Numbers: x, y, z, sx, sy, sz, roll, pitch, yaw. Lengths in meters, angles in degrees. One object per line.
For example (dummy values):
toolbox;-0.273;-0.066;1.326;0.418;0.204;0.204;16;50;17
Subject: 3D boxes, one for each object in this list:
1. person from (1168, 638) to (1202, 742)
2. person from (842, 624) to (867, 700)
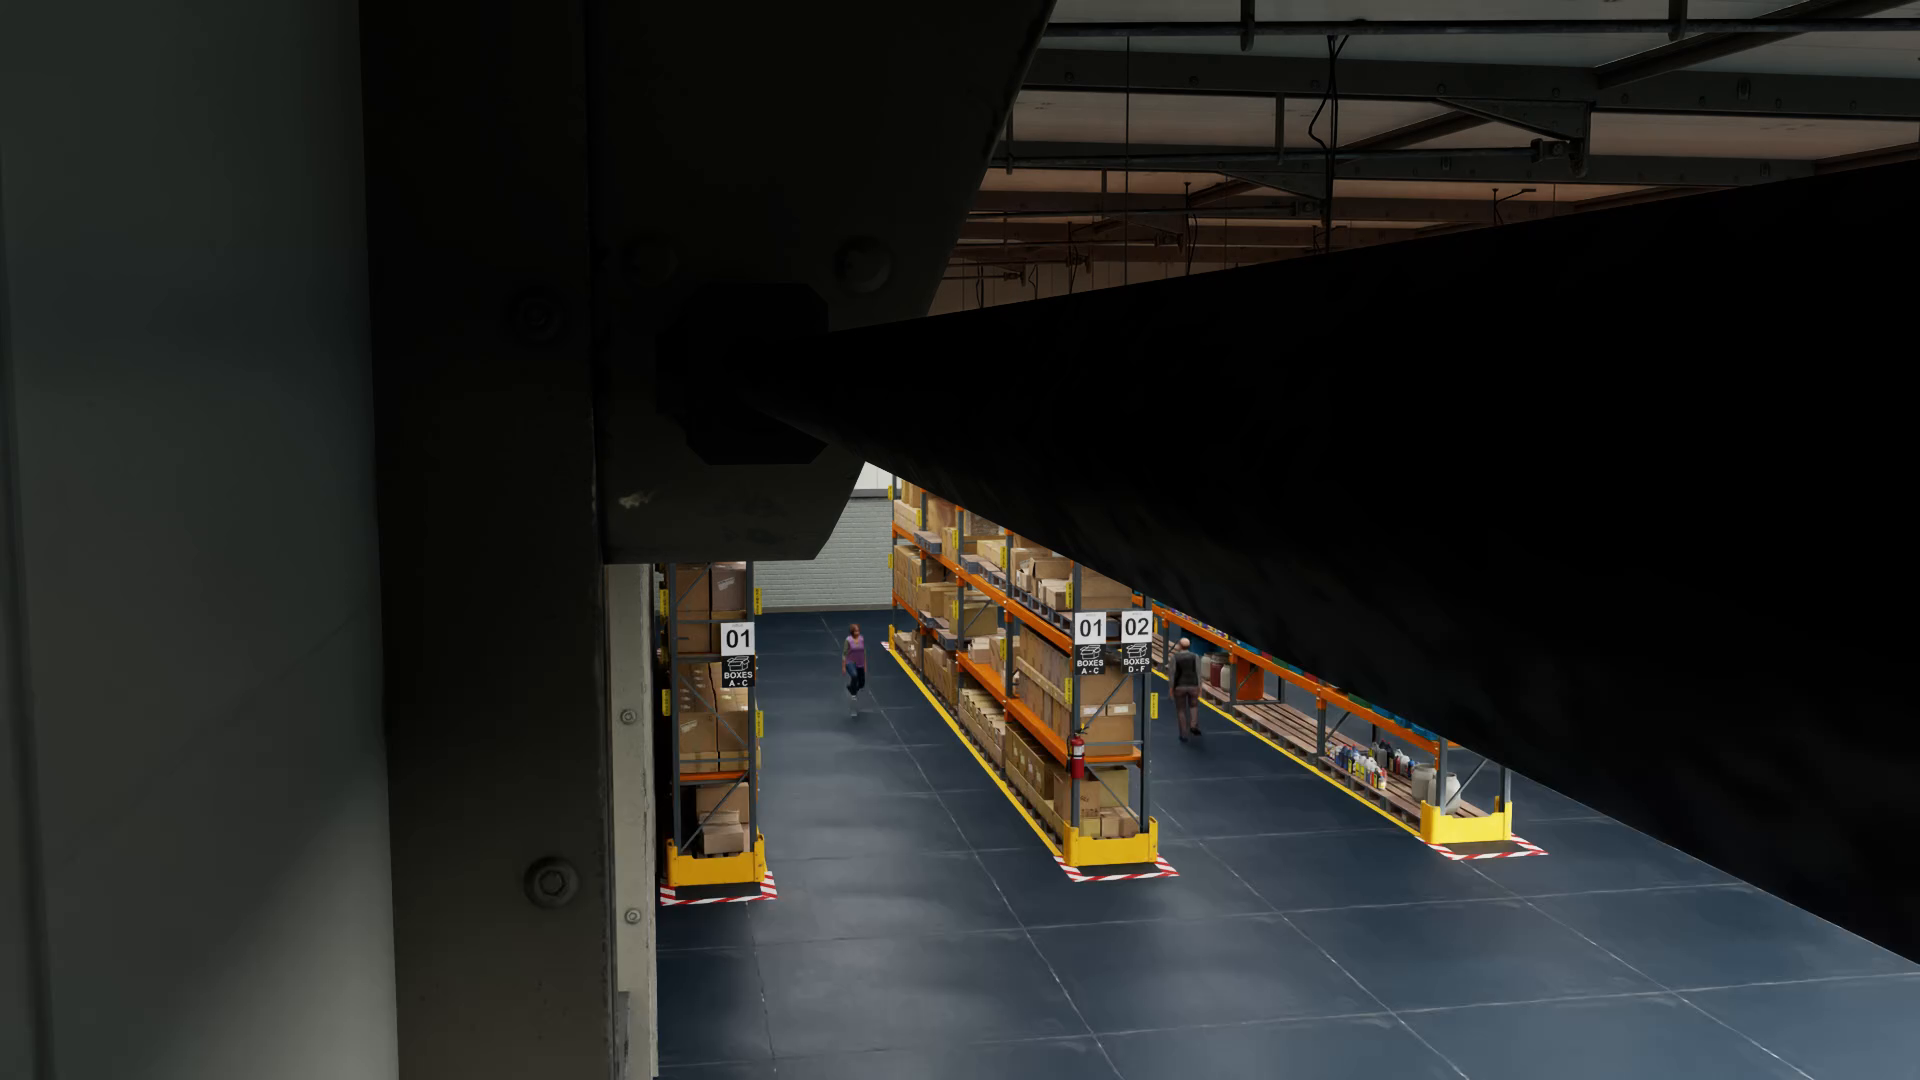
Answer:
person;3.745;2.481;27.687;0.566;1.712;0.478;0;6;-1
person;-1.897;2.206;29.789;0.454;1.434;0.839;-3;7;-25
